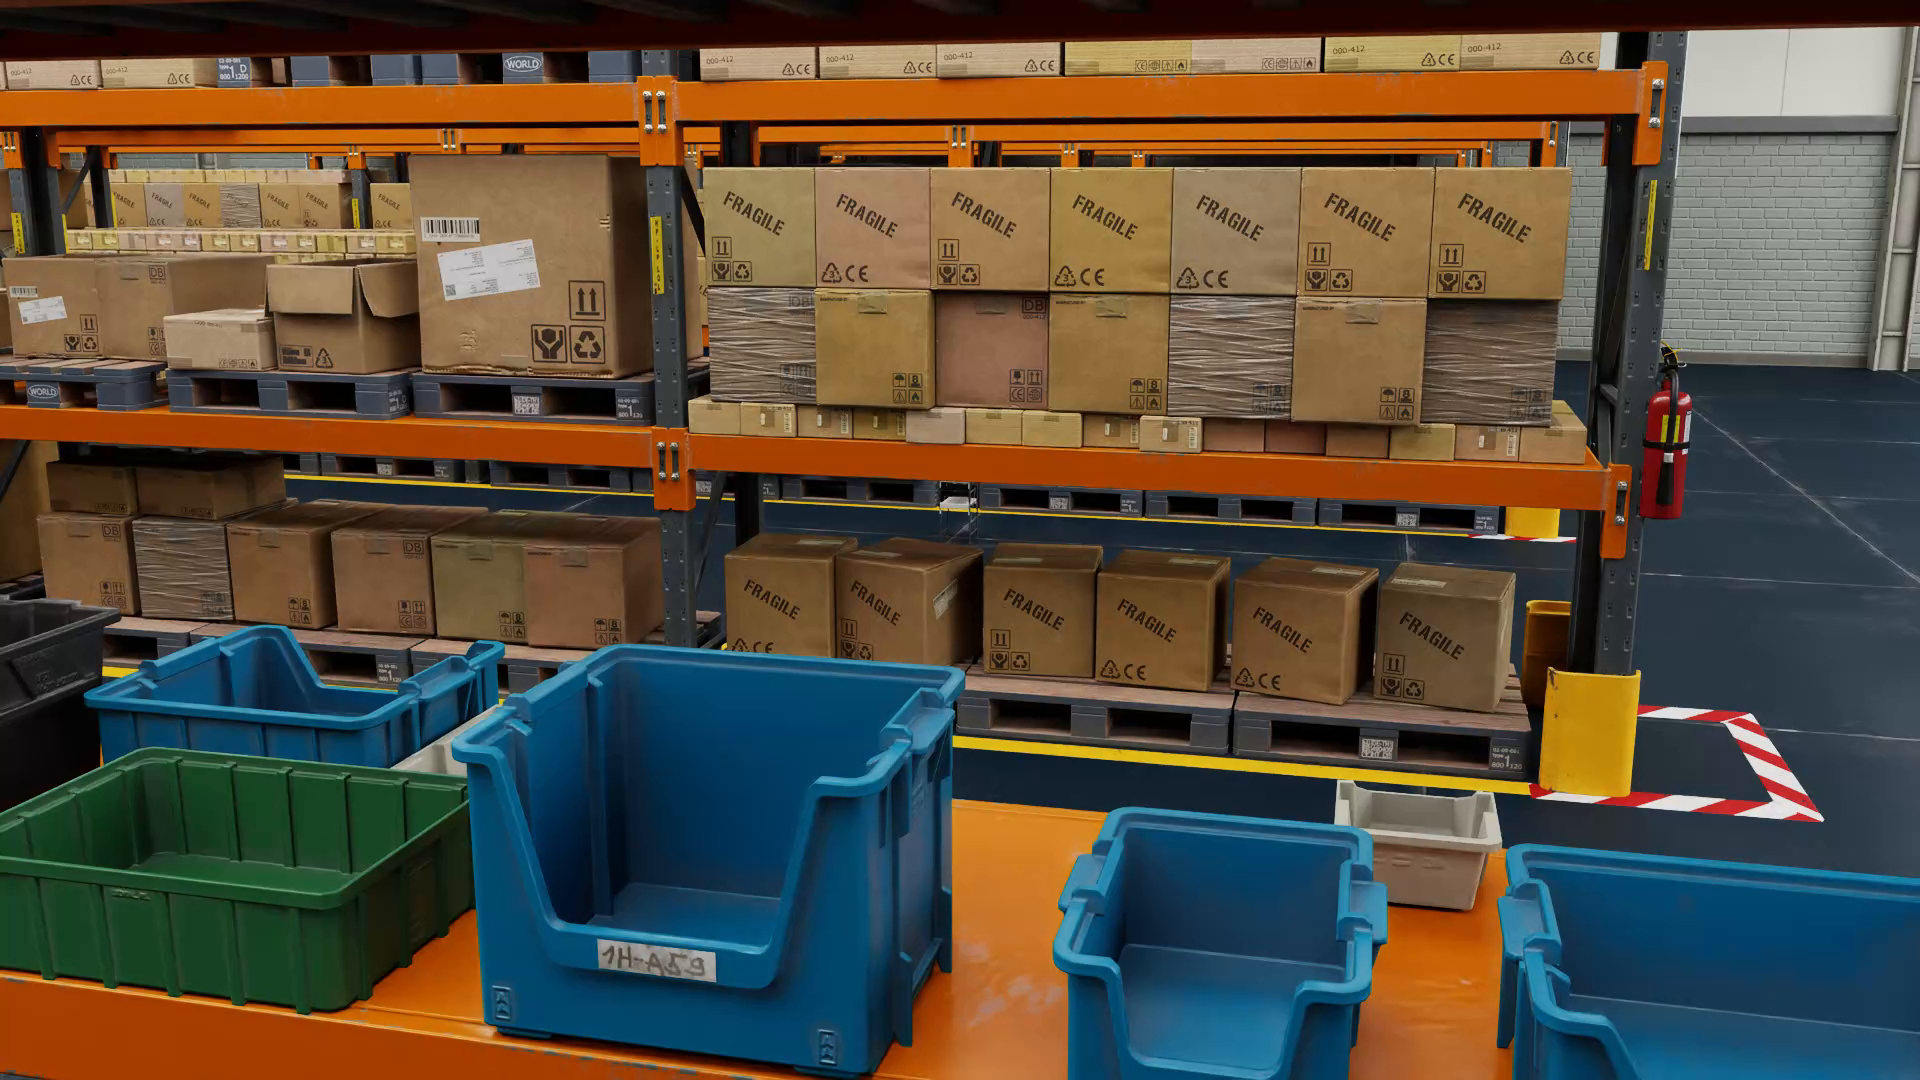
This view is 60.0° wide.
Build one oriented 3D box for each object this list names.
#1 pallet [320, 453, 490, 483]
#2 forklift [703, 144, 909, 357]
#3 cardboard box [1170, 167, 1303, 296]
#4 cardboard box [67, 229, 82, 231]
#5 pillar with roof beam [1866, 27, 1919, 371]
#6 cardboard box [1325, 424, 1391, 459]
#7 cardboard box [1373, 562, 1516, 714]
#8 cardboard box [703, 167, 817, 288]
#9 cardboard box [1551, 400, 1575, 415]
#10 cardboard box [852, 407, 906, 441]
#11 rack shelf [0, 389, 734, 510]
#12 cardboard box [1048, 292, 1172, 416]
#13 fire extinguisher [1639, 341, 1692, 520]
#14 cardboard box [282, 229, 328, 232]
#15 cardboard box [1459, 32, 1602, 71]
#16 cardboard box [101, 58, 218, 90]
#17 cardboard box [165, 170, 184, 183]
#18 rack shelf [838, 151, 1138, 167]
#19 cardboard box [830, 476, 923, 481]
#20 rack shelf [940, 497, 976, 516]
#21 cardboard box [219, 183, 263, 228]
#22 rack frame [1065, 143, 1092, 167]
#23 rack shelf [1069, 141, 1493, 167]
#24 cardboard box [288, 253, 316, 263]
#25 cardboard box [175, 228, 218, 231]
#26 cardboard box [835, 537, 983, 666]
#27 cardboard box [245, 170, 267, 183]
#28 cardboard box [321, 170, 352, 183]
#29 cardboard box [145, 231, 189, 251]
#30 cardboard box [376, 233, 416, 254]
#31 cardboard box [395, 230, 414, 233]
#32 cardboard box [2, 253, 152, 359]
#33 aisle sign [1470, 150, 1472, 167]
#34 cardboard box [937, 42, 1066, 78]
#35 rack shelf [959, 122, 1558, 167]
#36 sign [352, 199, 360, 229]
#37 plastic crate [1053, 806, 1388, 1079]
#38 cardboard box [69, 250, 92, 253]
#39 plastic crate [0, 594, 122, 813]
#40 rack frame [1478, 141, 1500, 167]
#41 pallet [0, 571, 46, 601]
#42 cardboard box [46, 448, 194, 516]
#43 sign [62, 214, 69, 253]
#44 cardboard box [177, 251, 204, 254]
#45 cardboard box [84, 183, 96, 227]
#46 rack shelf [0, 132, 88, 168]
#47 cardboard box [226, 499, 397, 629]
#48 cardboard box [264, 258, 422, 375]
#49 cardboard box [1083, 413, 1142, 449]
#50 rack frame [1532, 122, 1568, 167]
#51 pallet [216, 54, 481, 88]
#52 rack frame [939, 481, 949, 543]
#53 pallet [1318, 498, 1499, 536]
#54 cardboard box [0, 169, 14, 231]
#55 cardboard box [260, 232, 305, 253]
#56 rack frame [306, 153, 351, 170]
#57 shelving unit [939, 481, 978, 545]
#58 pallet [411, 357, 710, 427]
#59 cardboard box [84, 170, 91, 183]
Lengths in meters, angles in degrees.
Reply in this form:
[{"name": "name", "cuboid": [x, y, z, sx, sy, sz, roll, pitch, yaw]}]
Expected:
[{"name": "pallet", "cuboid": [-4.524, -0.697, 13.888, 1.213, 0.211, 1.003, 3, 13, 14]}, {"name": "forklift", "cuboid": [-1.012, -2.311, 14.882, 3.031, 2.935, 1.130, 2, 13, 11]}, {"name": "cardboard box", "cuboid": [1.150, -1.274, 6.827, 0.500, 0.500, 0.500, 3, 13, 14]}, {"name": "cardboard box", "cuboid": [-7.377, -2.481, 13.727, 0.250, 0.149, 0.380, 4, 13, 16]}, {"name": "pillar with roof beam", "cuboid": [10.608, -5.630, 15.835, 0.400, 9.000, 9.100, 3, 13, 14]}, {"name": "cardboard box", "cuboid": [1.652, -0.445, 6.893, 0.250, 0.149, 0.380, 3, 13, 14]}, {"name": "cardboard box", "cuboid": [2.112, 0.415, 7.240, 0.500, 0.500, 0.500, 6, 14, 24]}, {"name": "cardboard box", "cuboid": [-0.793, -1.377, 7.291, 0.500, 0.500, 0.500, 3, 13, 14]}, {"name": "cardboard box", "cuboid": [2.495, -0.507, 7.173, 0.250, 0.149, 0.380, 3, 13, 14]}, {"name": "cardboard box", "cuboid": [-0.298, -0.541, 7.328, 0.250, 0.149, 0.380, 3, 13, 14]}, {"name": "rack shelf", "cuboid": [-3.111, -0.525, 8.334, 4.000, 0.370, 1.077, 3, 13, 14]}, {"name": "cardboard box", "cuboid": [0.715, -0.857, 7.254, 0.500, 0.500, 0.875, 3, 13, 14]}, {"name": "fire extinguisher", "cuboid": [2.715, -0.424, 6.398, 0.183, 0.674, 0.296, 3, 13, 14]}, {"name": "cardboard box", "cuboid": [-5.445, -2.523, 13.917, 0.250, 0.149, 0.380, 3, 13, 15]}, {"name": "cardboard box", "cuboid": [2.185, -1.927, 6.416, 0.500, 0.250, 0.500, 3, 13, 15]}, {"name": "cardboard box", "cuboid": [-3.658, -2.242, 7.833, 0.500, 0.250, 0.500, 3, 13, 15]}, {"name": "cardboard box", "cuboid": [-8.911, -4.185, 19.136, 0.250, 0.149, 0.380, 3, 13, 14]}, {"name": "rack shelf", "cuboid": [0.449, -5.117, 22.108, 4.000, 0.370, 1.077, 3, 13, 14]}, {"name": "cardboard box", "cuboid": [-0.507, -0.930, 12.724, 0.750, 0.750, 1.050, 3, 13, 13]}, {"name": "rack shelf", "cuboid": [-0.008, -0.231, 11.184, 0.200, 0.077, 0.258, 3, 13, 14]}, {"name": "cardboard box", "cuboid": [-8.073, -3.827, 19.019, 0.500, 0.500, 0.500, 3, 13, 14]}, {"name": "rack frame", "cuboid": [1.205, -2.856, 17.182, 0.127, 3.000, 1.000, 3, 13, 14]}, {"name": "rack shelf", "cuboid": [3.147, -3.865, 16.467, 4.000, 0.370, 1.077, 3, 13, 14]}, {"name": "cardboard box", "cuboid": [-5.113, -2.215, 13.214, 0.250, 0.149, 0.380, 3, 13, 14]}, {"name": "cardboard box", "cuboid": [-6.447, -2.577, 14.160, 0.250, 0.149, 0.380, 3, 13, 13]}, {"name": "cardboard box", "cuboid": [-0.232, 0.300, 7.756, 0.500, 0.500, 0.500, 8, 15, 31]}, {"name": "cardboard box", "cuboid": [-7.908, -4.140, 18.933, 0.250, 0.149, 0.380, 3, 13, 13]}, {"name": "cardboard box", "cuboid": [-6.937, -4.074, 18.634, 0.250, 0.149, 0.380, 3, 13, 12]}, {"name": "cardboard box", "cuboid": [-6.366, -2.427, 13.485, 0.250, 0.149, 0.380, 3, 13, 13]}, {"name": "cardboard box", "cuboid": [-4.352, -2.319, 12.999, 0.250, 0.149, 0.380, 3, 13, 11]}, {"name": "cardboard box", "cuboid": [-4.430, -2.468, 13.671, 0.250, 0.149, 0.380, 3, 13, 12]}, {"name": "cardboard box", "cuboid": [-4.519, -1.214, 8.579, 0.500, 0.500, 0.500, 1, 13, 7]}, {"name": "aisle sign", "cuboid": [6.268, -4.896, 20.376, 0.004, 0.787, 0.394, 3, 13, 14]}, {"name": "cardboard box", "cuboid": [0.201, -2.032, 6.887, 0.500, 0.250, 0.500, 3, 13, 11]}, {"name": "rack shelf", "cuboid": [2.059, -2.819, 11.751, 4.000, 0.370, 1.077, 3, 13, 14]}, {"name": "sign", "cuboid": [-6.693, -3.616, 18.424, 0.005, 0.325, 0.100, 3, 13, 14]}, {"name": "plastic crate", "cuboid": [0.341, 0.552, 2.165, 0.408, 0.251, 0.499, 3, 13, 14]}, {"name": "cardboard box", "cuboid": [-7.125, -2.322, 13.700, 0.250, 0.149, 0.380, 3, 13, 12]}, {"name": "plastic crate", "cuboid": [-1.878, 0.354, 2.858, 0.504, 0.338, 0.767, 3, 13, 14]}, {"name": "rack frame", "cuboid": [5.089, -2.648, 16.246, 0.127, 3.000, 1.000, 3, 13, 14]}, {"name": "pallet", "cuboid": [-5.800, 0.325, 9.282, 1.213, 0.211, 1.003, 3, 13, 14]}, {"name": "cardboard box", "cuboid": [-4.395, -0.312, 8.738, 0.500, 0.250, 0.500, 4, 13, 16]}, {"name": "sign", "cuboid": [-4.932, -1.621, 9.124, 0.005, 0.325, 0.100, 3, 13, 14]}, {"name": "cardboard box", "cuboid": [-6.102, -2.268, 13.457, 0.250, 0.149, 0.380, 3, 13, 13]}, {"name": "cardboard box", "cuboid": [-10.047, -3.931, 19.487, 0.500, 0.500, 0.500, 3, 13, 12]}, {"name": "rack shelf", "cuboid": [-9.591, -3.442, 14.558, 4.000, 0.370, 1.077, 3, 13, 14]}, {"name": "cardboard box", "cuboid": [-3.304, 0.110, 8.566, 0.500, 0.500, 0.700, 4, 13, 18]}, {"name": "cardboard box", "cuboid": [-2.874, -1.098, 8.050, 0.637, 0.503, 0.797, 4, 13, 19]}, {"name": "cardboard box", "cuboid": [0.681, -0.497, 7.127, 0.250, 0.149, 0.380, 3, 13, 14]}, {"name": "rack frame", "cuboid": [4.001, -1.602, 11.530, 0.127, 3.000, 1.000, 3, 13, 14]}, {"name": "pallet", "cuboid": [-2.751, -2.252, 7.969, 1.003, 0.211, 1.213, 3, 13, 14]}, {"name": "rack frame", "cuboid": [-0.107, -0.445, 11.162, 0.006, 0.900, 0.240, 3, 13, 14]}, {"name": "pallet", "cuboid": [3.206, -0.266, 11.945, 1.213, 0.211, 1.003, 3, 13, 14]}, {"name": "cardboard box", "cuboid": [-8.171, -2.875, 14.040, 0.500, 0.500, 0.500, 3, 13, 12]}, {"name": "cardboard box", "cuboid": [-5.342, -2.373, 13.242, 0.250, 0.149, 0.380, 3, 13, 14]}, {"name": "rack frame", "cuboid": [-9.260, -4.523, 24.694, 0.127, 3.000, 1.000, 3, 13, 14]}, {"name": "shelving unit", "cuboid": [-0.008, -0.440, 11.138, 0.210, 0.900, 0.258, 3, 13, 14]}, {"name": "pallet", "cuboid": [-1.876, -0.749, 8.126, 1.213, 0.211, 1.003, 3, 13, 14]}, {"name": "cardboard box", "cuboid": [-10.167, -4.256, 19.454, 0.250, 0.149, 0.380, 3, 13, 15]}]
